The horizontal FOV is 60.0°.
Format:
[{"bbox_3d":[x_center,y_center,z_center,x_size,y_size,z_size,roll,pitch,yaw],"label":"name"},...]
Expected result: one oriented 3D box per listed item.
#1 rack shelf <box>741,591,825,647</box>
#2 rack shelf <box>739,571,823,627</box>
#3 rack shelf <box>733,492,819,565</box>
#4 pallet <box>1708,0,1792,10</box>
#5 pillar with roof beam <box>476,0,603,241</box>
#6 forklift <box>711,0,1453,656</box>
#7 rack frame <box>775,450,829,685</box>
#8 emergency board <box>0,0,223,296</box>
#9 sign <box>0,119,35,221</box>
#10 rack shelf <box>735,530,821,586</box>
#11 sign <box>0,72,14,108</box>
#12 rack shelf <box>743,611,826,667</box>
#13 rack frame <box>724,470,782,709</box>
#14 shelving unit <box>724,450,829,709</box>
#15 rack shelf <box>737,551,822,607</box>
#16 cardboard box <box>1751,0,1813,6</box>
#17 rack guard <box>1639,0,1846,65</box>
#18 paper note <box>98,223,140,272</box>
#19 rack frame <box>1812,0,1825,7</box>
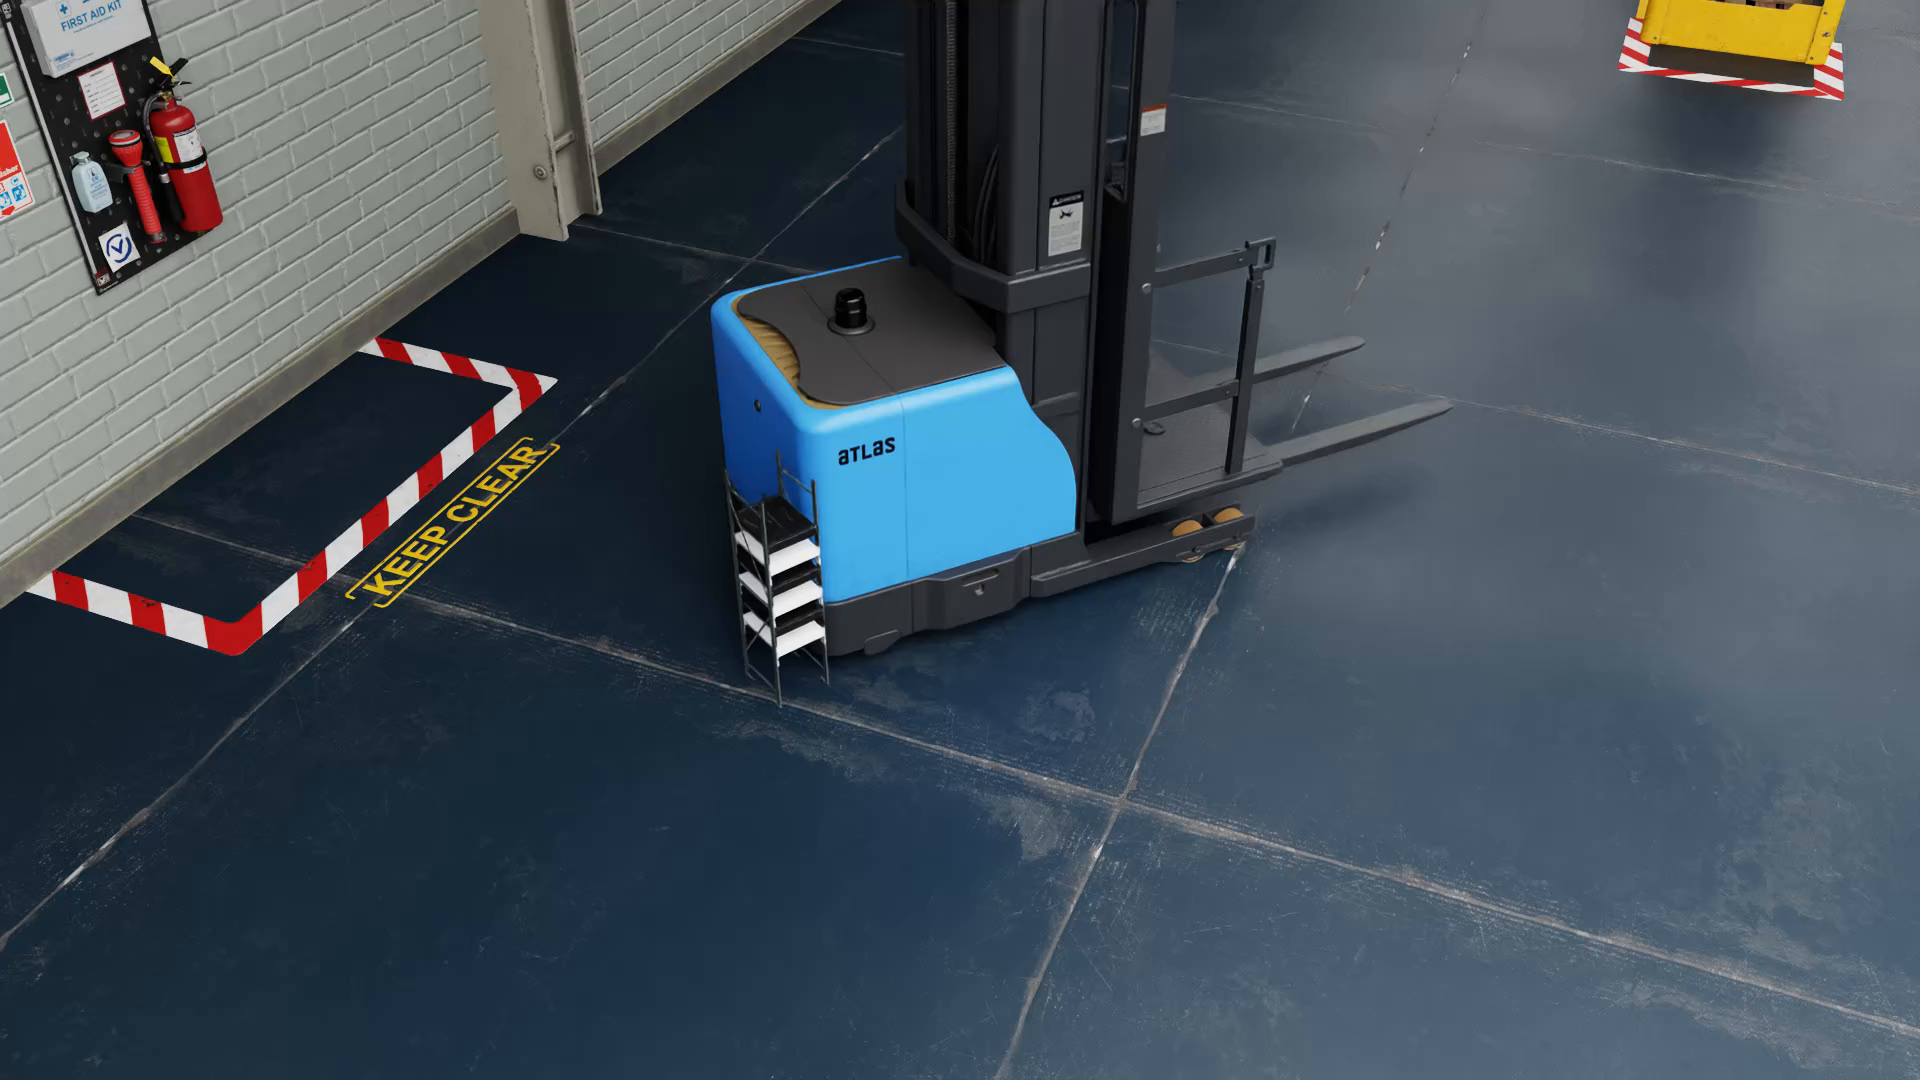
[{"bbox_3d":[-0.632,0.246,5.874,0.200,0.077,0.258,-25,43,-29],"label":"rack shelf"},{"bbox_3d":[-0.632,0.174,5.820,0.200,0.077,0.258,-25,43,-29],"label":"rack shelf"},{"bbox_3d":[-0.633,-0.042,5.658,0.200,0.077,0.258,-25,43,-29],"label":"rack shelf"},{"bbox_3d":[5.466,-3.868,11.749,1.003,0.211,1.213,14,39,18],"label":"pallet"},{"bbox_3d":[1.796,-4.364,5.072,9.100,9.000,0.400,14,39,18],"label":"pillar with roof beam"},{"bbox_3d":[0.615,-1.351,6.109,3.031,2.935,1.130,-16,40,-21],"label":"forklift"},{"bbox_3d":[-0.552,0.111,5.850,0.006,0.900,0.240,-25,43,-29],"label":"rack frame"},{"bbox_3d":[-3.161,-1.582,6.361,0.194,1.169,0.643,14,39,18],"label":"emergency board"},{"bbox_3d":[-3.467,-1.313,5.972,0.001,0.329,0.234,14,39,18],"label":"sign"},{"bbox_3d":[-0.633,0.030,5.712,0.200,0.077,0.258,-25,43,-29],"label":"rack shelf"},{"bbox_3d":[-3.457,-1.526,5.814,0.001,0.109,0.331,14,39,18],"label":"sign"},{"bbox_3d":[-0.632,0.318,5.928,0.200,0.077,0.258,-25,43,-29],"label":"rack shelf"},{"bbox_3d":[-0.713,0.185,5.751,0.006,0.900,0.240,-25,43,-29],"label":"rack frame"},{"bbox_3d":[-0.632,0.148,5.800,0.210,0.900,0.258,-25,43,-29],"label":"shelving unit"},{"bbox_3d":[-0.633,0.102,5.766,0.200,0.077,0.258,-25,43,-29],"label":"rack shelf"},{"bbox_3d":[5.623,-3.865,11.362,0.500,0.250,0.500,14,39,18],"label":"cardboard box"},{"bbox_3d":[5.205,-3.538,11.066,1.175,0.500,0.348,14,39,18],"label":"rack guard"},{"bbox_3d":[-3.292,-1.147,6.514,0.016,0.148,0.142,14,39,18],"label":"paper note"},{"bbox_3d":[5.214,-4.552,10.335,1.000,3.000,0.127,14,39,18],"label":"rack frame"}]
